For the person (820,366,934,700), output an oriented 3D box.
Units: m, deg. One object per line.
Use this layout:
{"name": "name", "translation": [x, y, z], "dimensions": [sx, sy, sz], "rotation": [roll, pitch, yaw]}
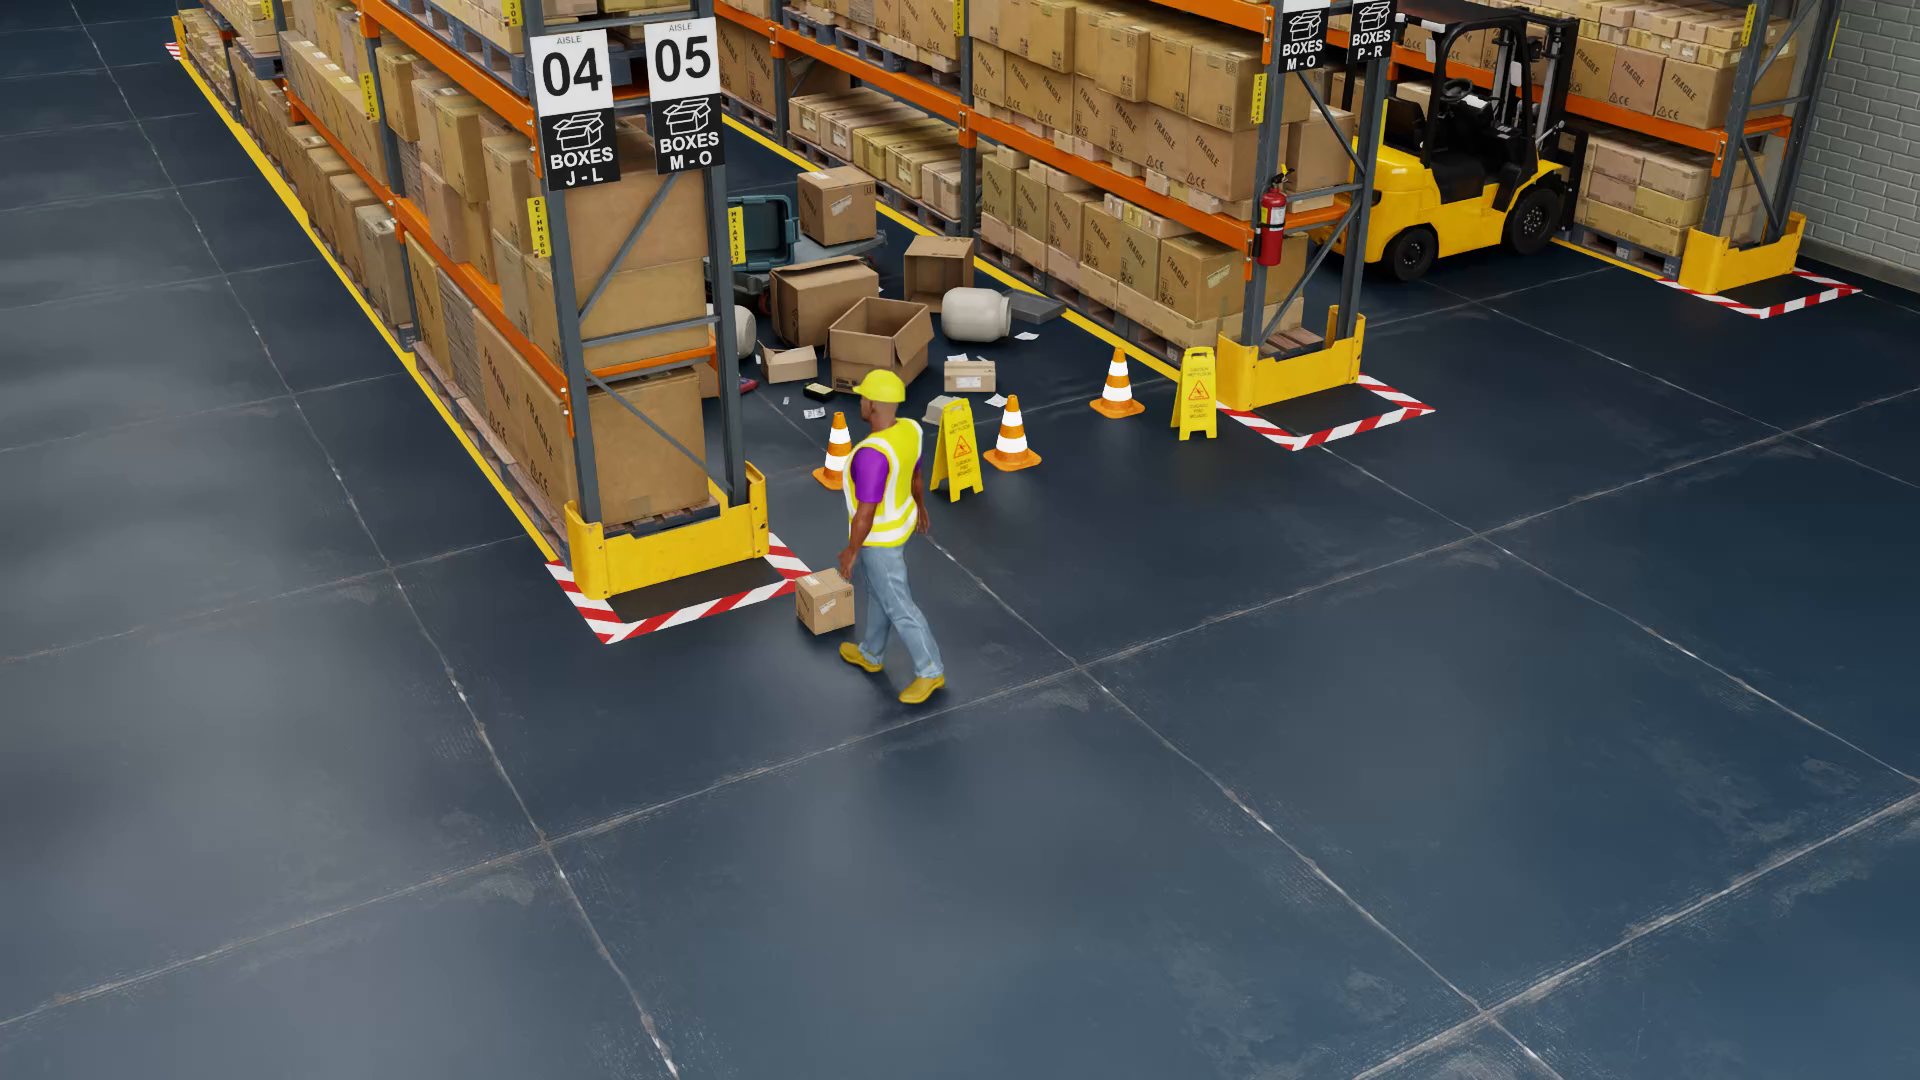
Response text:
{"name": "person", "translation": [-0.390, -0.046, 8.614], "dimensions": [0.673, 1.758, 0.644], "rotation": [16, 33, 27]}
